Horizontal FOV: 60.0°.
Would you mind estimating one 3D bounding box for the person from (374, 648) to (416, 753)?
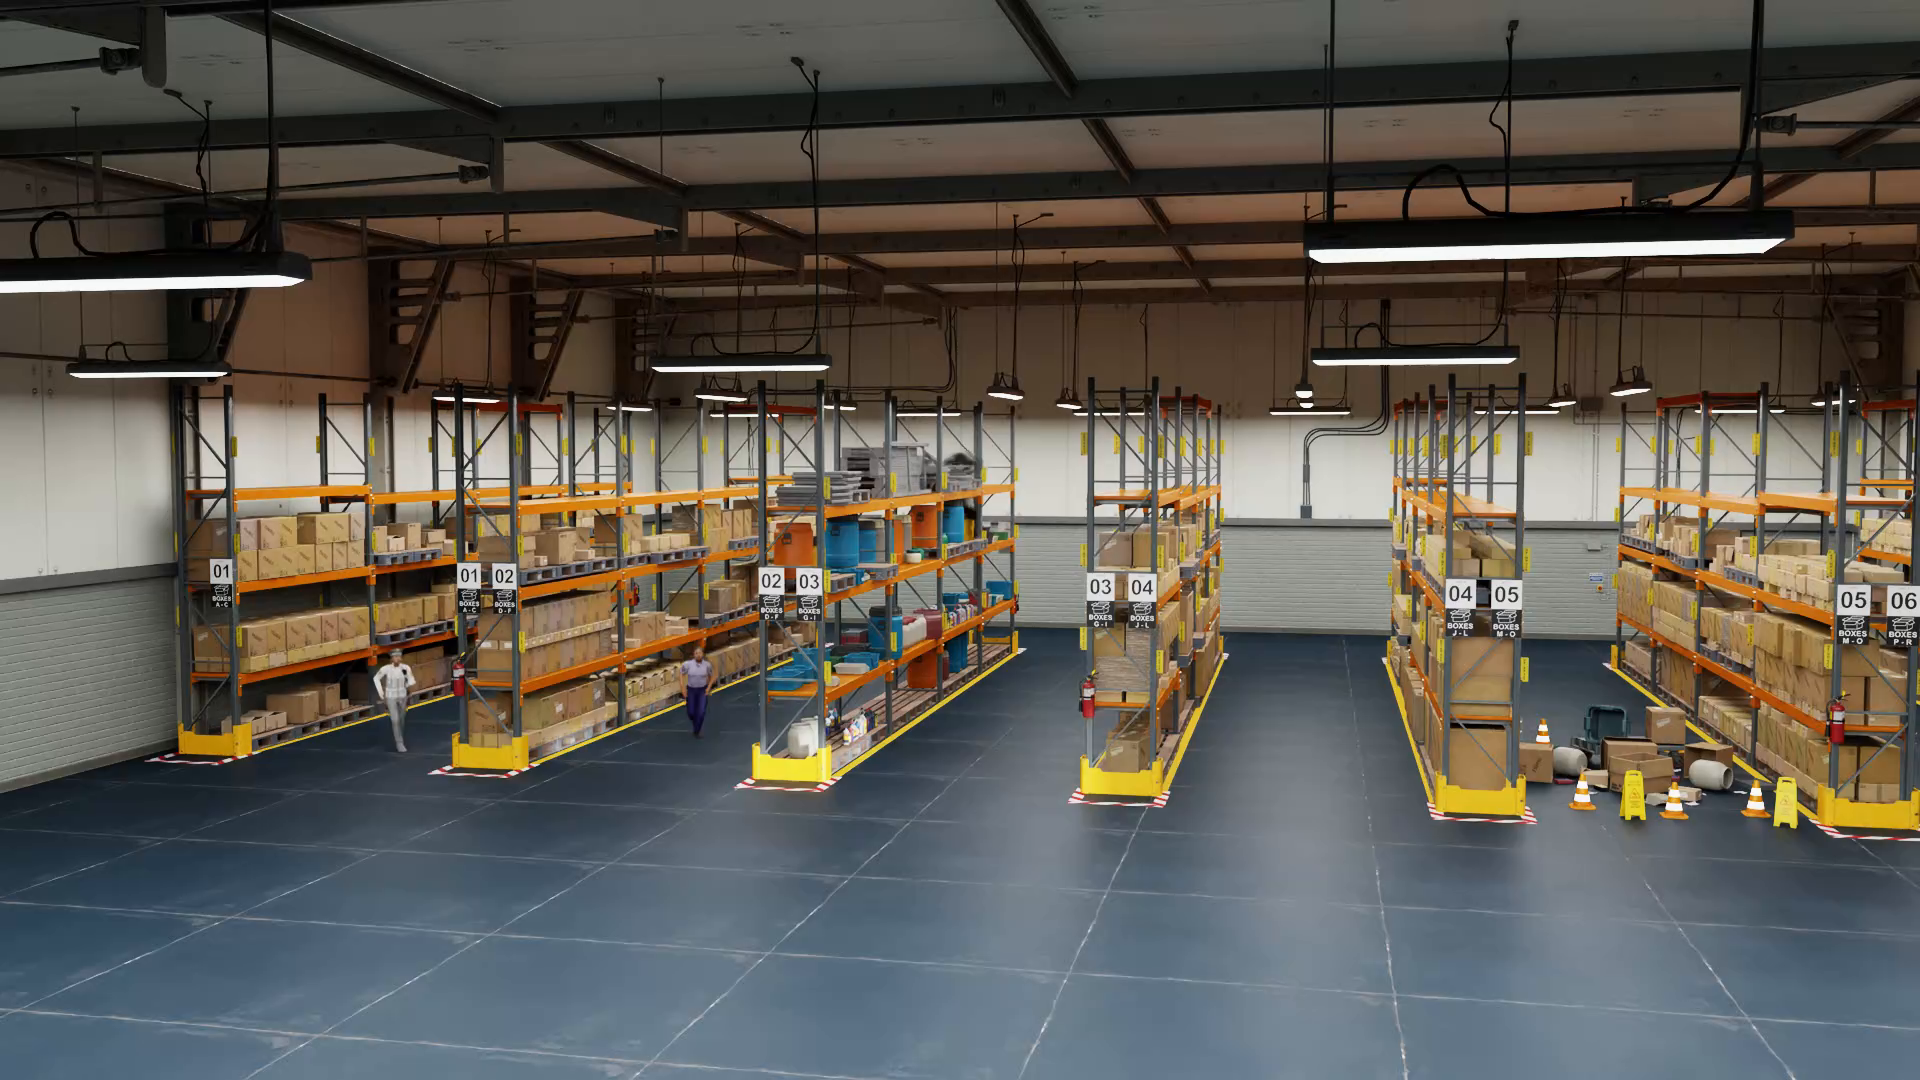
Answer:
[{"bbox_3d":[-9.287,2.601,27.371,0.624,1.674,0.941,-2,4,-33],"label":"person"}]

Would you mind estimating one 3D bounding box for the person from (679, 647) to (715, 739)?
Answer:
[{"bbox_3d":[-4.528,2.624,28.631,0.612,1.572,0.538,-1,3,-11],"label":"person"}]
